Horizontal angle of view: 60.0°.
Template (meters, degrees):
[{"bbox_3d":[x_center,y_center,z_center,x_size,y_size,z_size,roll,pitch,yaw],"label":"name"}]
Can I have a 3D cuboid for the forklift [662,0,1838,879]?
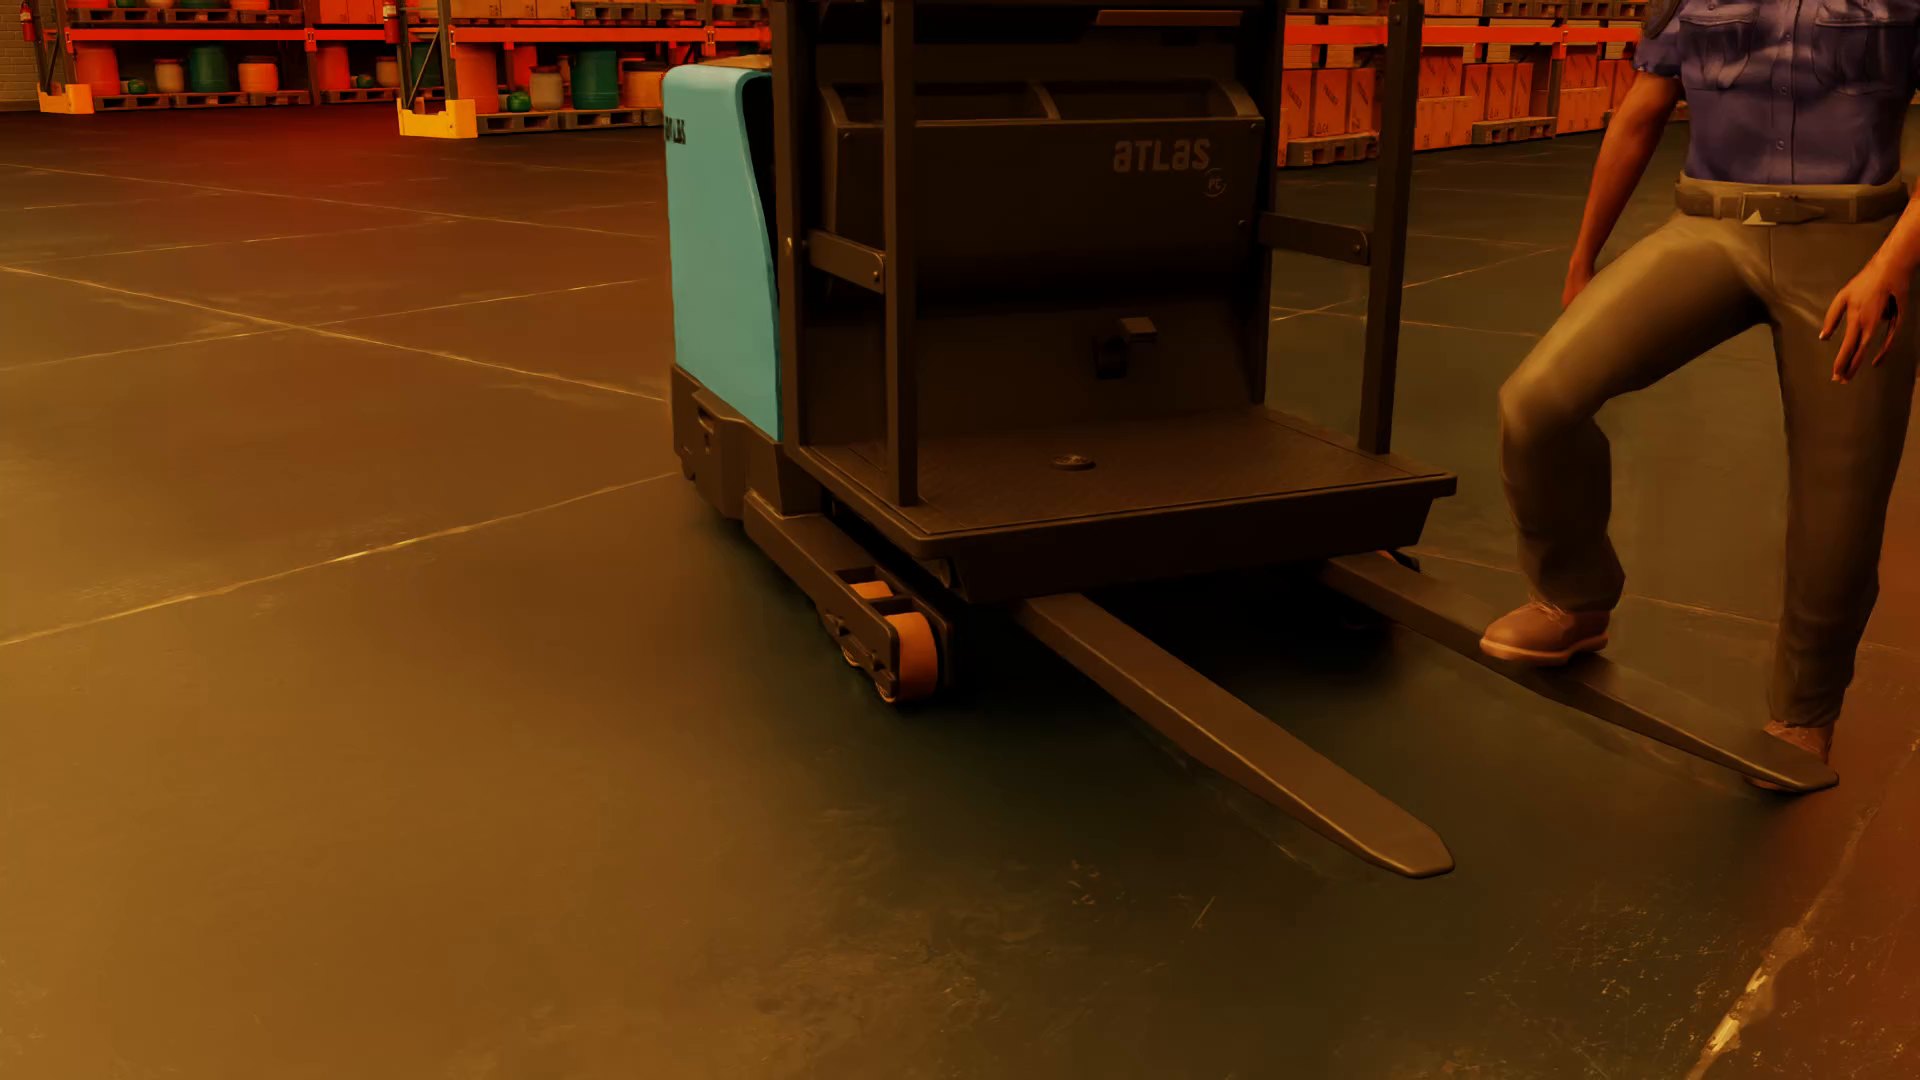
[{"bbox_3d":[0.255,-1.248,3.006,1.130,2.935,3.031,-7,18,-21],"label":"forklift"}]

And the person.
[{"bbox_3d":[1.139,-0.370,2.409,0.571,1.611,0.694,11,20,33],"label":"person"}]
